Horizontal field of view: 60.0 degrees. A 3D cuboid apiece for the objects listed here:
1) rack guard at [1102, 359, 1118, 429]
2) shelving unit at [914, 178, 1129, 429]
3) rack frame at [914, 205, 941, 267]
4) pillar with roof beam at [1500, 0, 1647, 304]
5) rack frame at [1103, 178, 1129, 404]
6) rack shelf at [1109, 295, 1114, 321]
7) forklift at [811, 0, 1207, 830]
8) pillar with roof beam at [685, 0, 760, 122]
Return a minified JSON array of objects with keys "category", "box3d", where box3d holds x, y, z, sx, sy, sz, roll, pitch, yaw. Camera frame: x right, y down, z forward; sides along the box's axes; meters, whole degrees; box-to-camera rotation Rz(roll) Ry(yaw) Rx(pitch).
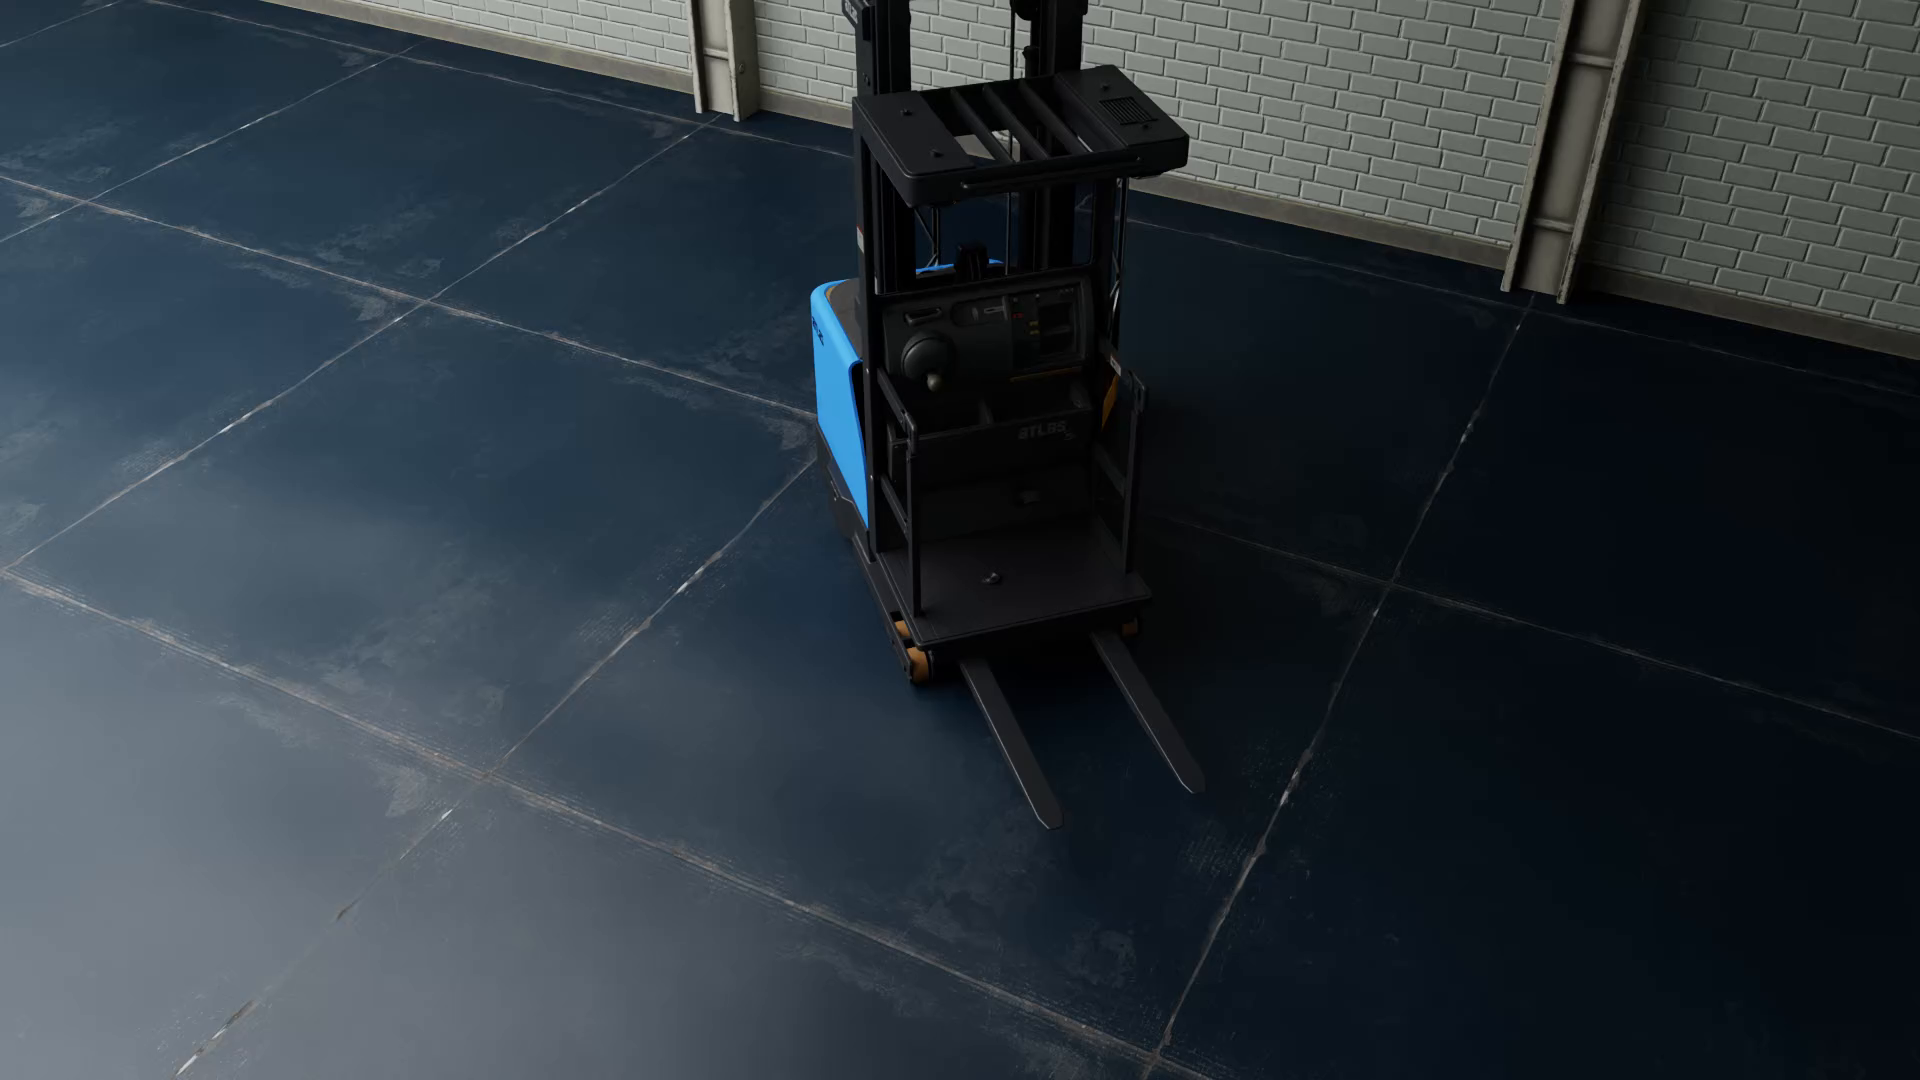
[{"category":"rack guard","box3d":[0.756,-0.747,9.028,0.087,0.250,0.587,11,39,14]},{"category":"shelving unit","box3d":[0.281,-1.335,8.769,1.083,1.500,0.587,11,39,14]},{"category":"rack frame","box3d":[-0.195,-1.426,8.888,0.032,1.500,0.500,11,39,14]},{"category":"pillar with roof beam","box3d":[1.609,-2.846,4.556,0.400,9.000,9.100,17,41,21]},{"category":"rack frame","box3d":[0.775,-1.242,8.645,0.032,1.500,0.500,11,39,14]},{"category":"rack shelf","box3d":[0.290,-1.190,8.875,1.000,0.185,0.538,11,39,14]},{"category":"forklift","box3d":[0.194,-0.806,6.887,1.130,2.935,3.031,-11,39,-14]},{"category":"pillar with roof beam","box3d":[-3.719,-4.514,6.754,0.400,9.000,9.100,17,41,21]}]
